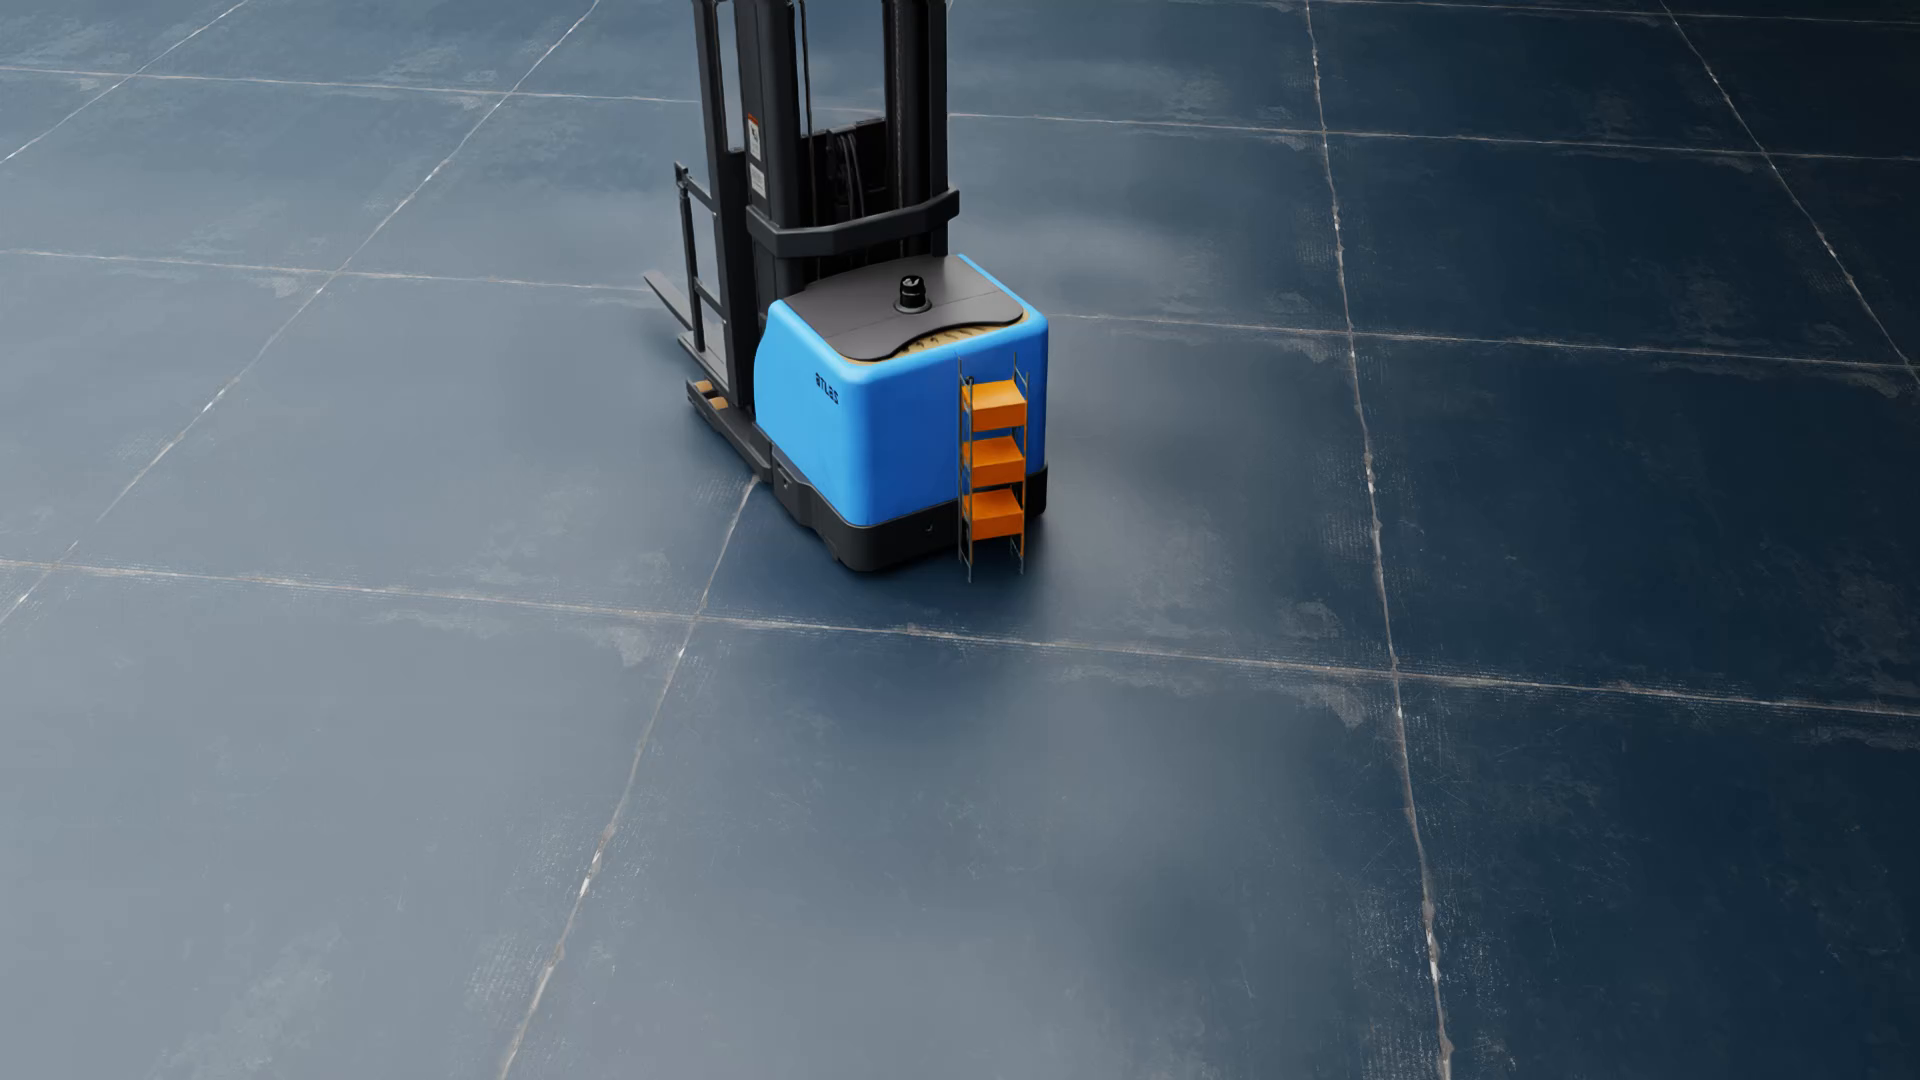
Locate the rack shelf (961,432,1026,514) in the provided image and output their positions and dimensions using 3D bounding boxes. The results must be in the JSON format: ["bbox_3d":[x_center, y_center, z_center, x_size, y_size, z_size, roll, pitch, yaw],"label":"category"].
[{"bbox_3d":[0.141,-0.296,7.279,0.240,0.259,0.215,-9,36,-12],"label":"rack shelf"}]

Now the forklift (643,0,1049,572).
[{"bbox_3d":[-0.766,-1.884,7.867,1.130,2.935,3.031,-19,40,-24],"label":"forklift"}]

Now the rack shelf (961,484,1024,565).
[{"bbox_3d":[0.141,-0.070,7.440,0.240,0.259,0.215,-9,36,-12],"label":"rack shelf"}]

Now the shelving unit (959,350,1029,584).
[{"bbox_3d":[0.141,-0.304,7.273,0.252,1.050,0.215,-9,36,-12],"label":"shelving unit"}]

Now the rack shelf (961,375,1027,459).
[{"bbox_3d":[0.141,-0.527,7.114,0.240,0.259,0.215,-9,36,-12],"label":"rack shelf"}]

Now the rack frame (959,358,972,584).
[{"bbox_3d":[0.023,-0.286,7.247,0.008,1.050,0.200,-9,36,-12],"label":"rack frame"}]

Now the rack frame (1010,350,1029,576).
[{"bbox_3d":[0.259,-0.323,7.298,0.008,1.050,0.200,-9,36,-12],"label":"rack frame"}]
